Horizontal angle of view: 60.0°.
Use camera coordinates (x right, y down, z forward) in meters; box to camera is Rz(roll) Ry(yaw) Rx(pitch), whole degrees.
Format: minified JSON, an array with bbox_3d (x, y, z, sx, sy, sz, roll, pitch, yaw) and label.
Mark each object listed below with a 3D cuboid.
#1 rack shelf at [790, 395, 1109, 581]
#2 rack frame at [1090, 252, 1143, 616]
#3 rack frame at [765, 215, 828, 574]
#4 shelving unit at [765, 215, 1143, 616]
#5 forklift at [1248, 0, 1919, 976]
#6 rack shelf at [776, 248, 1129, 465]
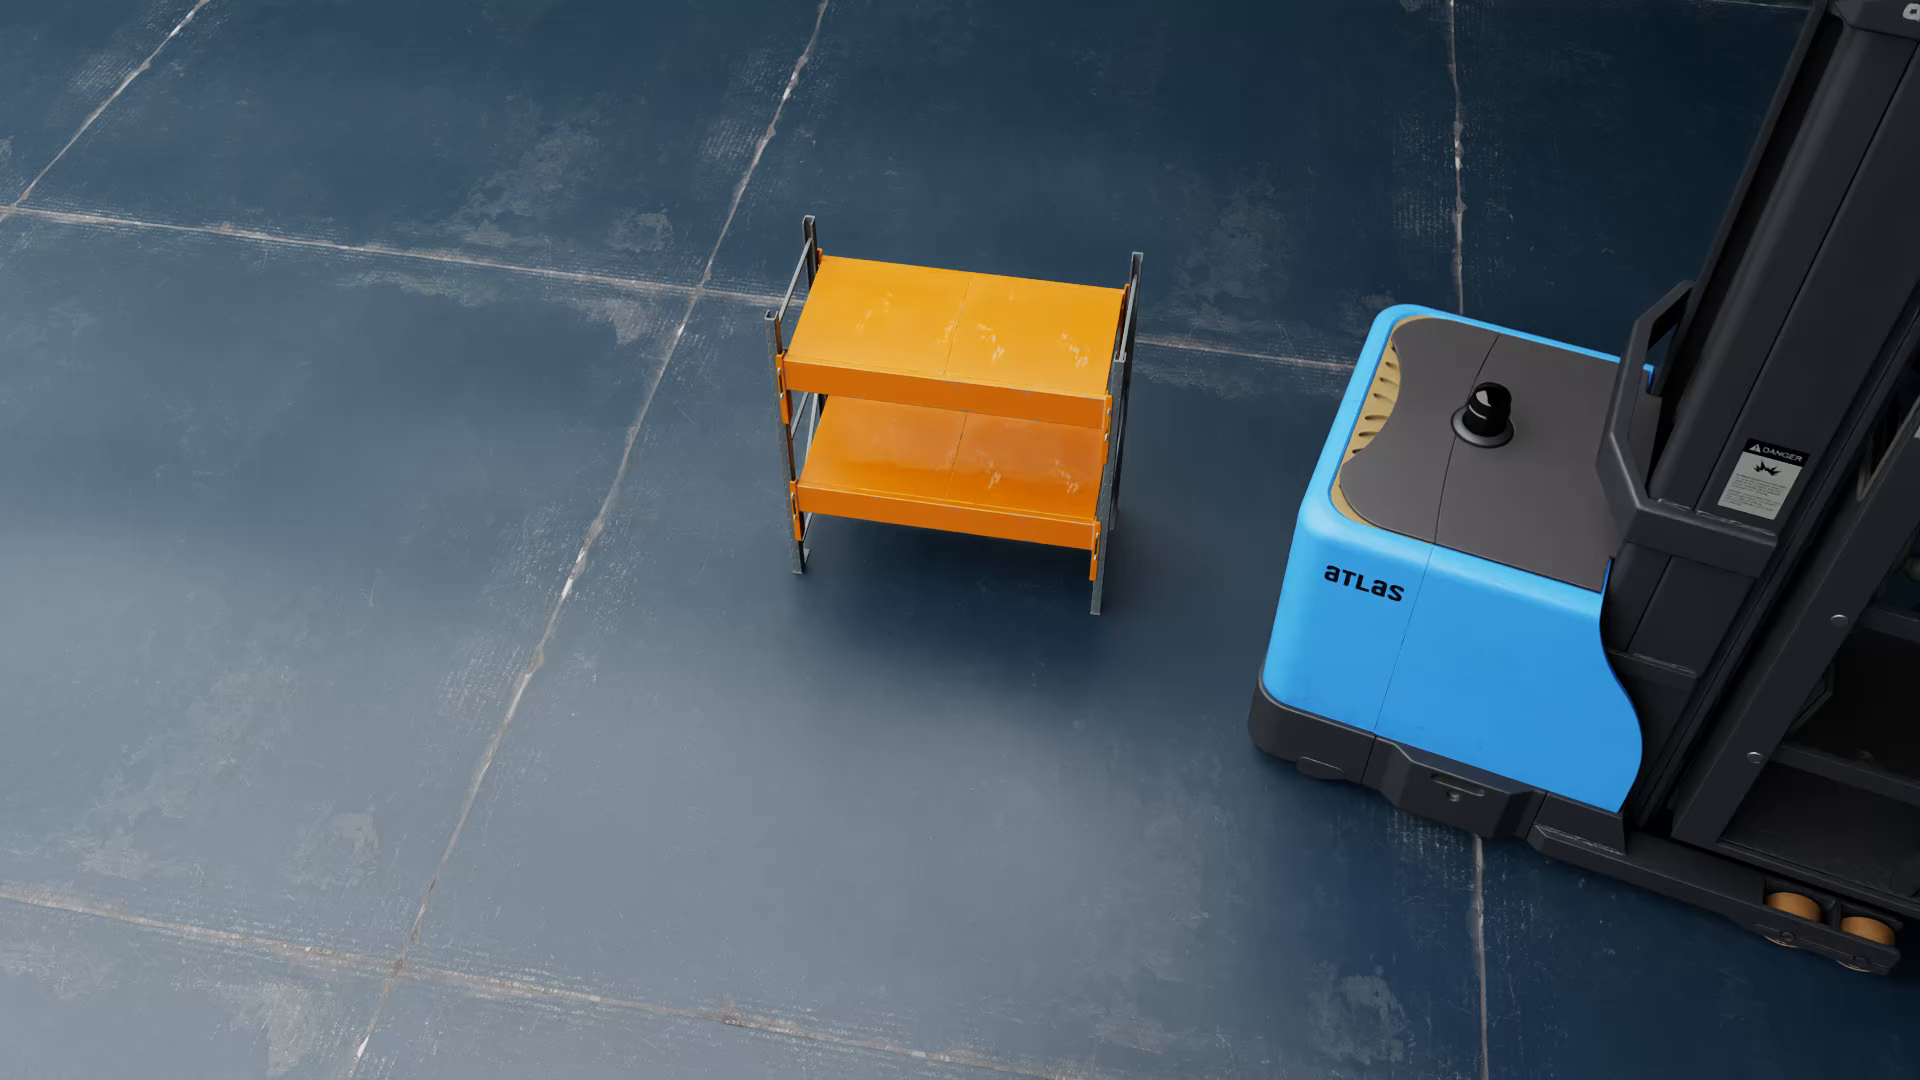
[{"bbox_3d":[-0.007,-0.213,5.514,1.000,0.278,0.538,8,49,7],"label":"rack shelf"},{"bbox_3d":[0.494,-0.310,5.272,0.032,1.125,0.500,8,49,7],"label":"rack frame"},{"bbox_3d":[-0.507,-0.444,5.393,0.032,1.125,0.500,8,49,7],"label":"rack frame"},{"bbox_3d":[-0.007,-0.377,5.332,1.048,1.125,0.538,8,49,7],"label":"shelving unit"},{"bbox_3d":[2.454,-0.225,3.982,3.031,2.935,1.130,18,50,15],"label":"forklift"},{"bbox_3d":[-0.007,-0.572,5.115,1.000,0.278,0.538,8,49,7],"label":"rack shelf"}]
